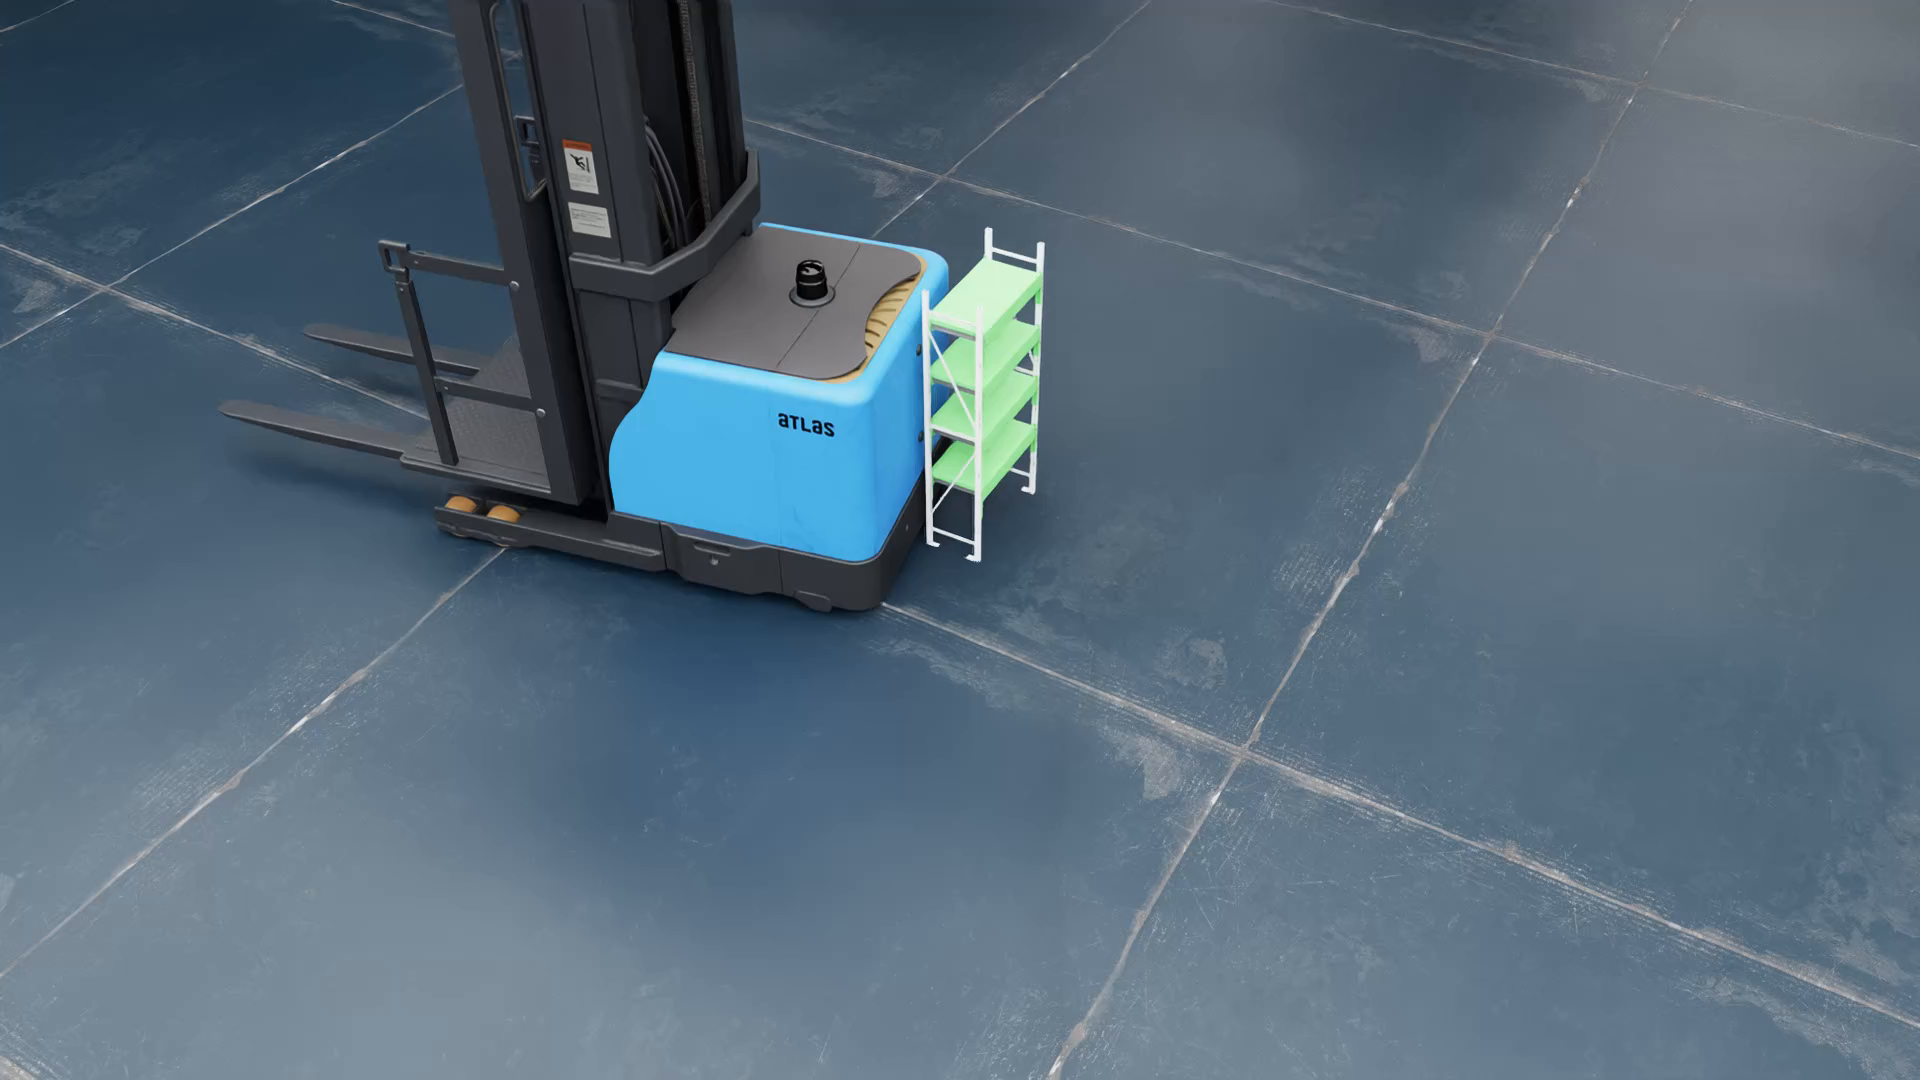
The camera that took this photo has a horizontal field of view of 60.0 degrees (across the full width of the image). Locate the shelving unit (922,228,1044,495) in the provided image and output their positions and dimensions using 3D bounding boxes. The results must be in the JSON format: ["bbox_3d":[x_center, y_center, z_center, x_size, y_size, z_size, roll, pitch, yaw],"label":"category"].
[{"bbox_3d":[0.092,-0.548,6.465,0.258,1.200,0.492,20,45,21],"label":"shelving unit"}]

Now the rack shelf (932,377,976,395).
[{"bbox_3d":[0.089,-0.699,6.326,0.199,0.029,0.442,20,45,21],"label":"rack shelf"}]

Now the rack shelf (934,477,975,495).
[{"bbox_3d":[0.090,-0.338,6.642,0.199,0.029,0.442,20,45,21],"label":"rack shelf"}]

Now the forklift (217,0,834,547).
[{"bbox_3d":[-1.603,-1.395,6.116,3.031,2.935,1.121,12,43,13],"label":"forklift"}]

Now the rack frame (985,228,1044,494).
[{"bbox_3d":[0.205,-0.687,6.622,0.240,1.200,0.015,20,45,21],"label":"rack frame"}]

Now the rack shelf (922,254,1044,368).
[{"bbox_3d":[0.089,-0.858,6.186,0.258,0.148,0.480,20,45,21],"label":"rack shelf"}]
